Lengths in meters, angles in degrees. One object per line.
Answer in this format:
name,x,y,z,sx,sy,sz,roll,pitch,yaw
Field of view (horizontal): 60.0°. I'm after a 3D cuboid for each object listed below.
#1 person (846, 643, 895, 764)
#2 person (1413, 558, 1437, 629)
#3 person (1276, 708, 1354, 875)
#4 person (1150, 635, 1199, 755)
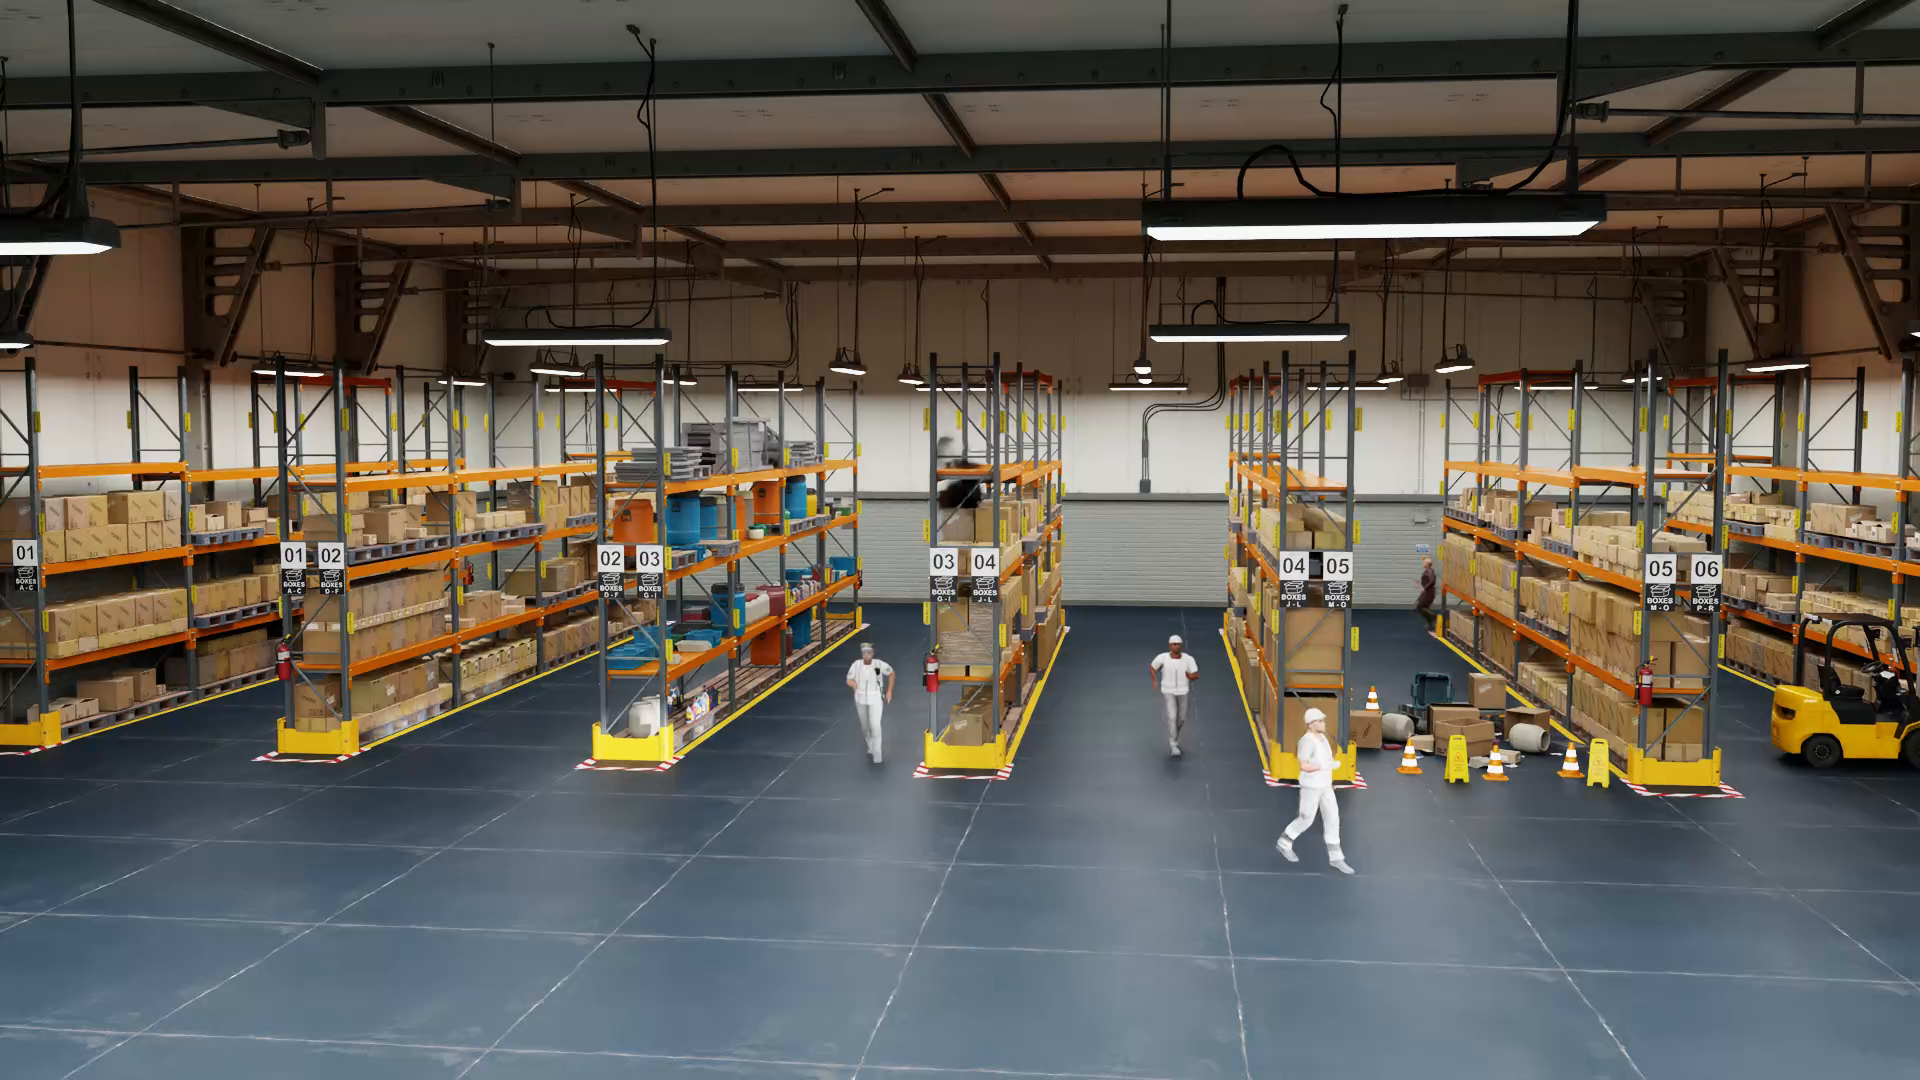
person,-1.352,2.402,24.601,0.658,1.811,0.818,1,4,10
person,11.268,1.303,40.196,0.668,1.727,0.728,2,4,25
person,3.952,2.772,18.528,0.920,1.809,0.648,4,5,42
person,3.261,2.311,25.183,0.701,1.750,0.990,0,4,-5
